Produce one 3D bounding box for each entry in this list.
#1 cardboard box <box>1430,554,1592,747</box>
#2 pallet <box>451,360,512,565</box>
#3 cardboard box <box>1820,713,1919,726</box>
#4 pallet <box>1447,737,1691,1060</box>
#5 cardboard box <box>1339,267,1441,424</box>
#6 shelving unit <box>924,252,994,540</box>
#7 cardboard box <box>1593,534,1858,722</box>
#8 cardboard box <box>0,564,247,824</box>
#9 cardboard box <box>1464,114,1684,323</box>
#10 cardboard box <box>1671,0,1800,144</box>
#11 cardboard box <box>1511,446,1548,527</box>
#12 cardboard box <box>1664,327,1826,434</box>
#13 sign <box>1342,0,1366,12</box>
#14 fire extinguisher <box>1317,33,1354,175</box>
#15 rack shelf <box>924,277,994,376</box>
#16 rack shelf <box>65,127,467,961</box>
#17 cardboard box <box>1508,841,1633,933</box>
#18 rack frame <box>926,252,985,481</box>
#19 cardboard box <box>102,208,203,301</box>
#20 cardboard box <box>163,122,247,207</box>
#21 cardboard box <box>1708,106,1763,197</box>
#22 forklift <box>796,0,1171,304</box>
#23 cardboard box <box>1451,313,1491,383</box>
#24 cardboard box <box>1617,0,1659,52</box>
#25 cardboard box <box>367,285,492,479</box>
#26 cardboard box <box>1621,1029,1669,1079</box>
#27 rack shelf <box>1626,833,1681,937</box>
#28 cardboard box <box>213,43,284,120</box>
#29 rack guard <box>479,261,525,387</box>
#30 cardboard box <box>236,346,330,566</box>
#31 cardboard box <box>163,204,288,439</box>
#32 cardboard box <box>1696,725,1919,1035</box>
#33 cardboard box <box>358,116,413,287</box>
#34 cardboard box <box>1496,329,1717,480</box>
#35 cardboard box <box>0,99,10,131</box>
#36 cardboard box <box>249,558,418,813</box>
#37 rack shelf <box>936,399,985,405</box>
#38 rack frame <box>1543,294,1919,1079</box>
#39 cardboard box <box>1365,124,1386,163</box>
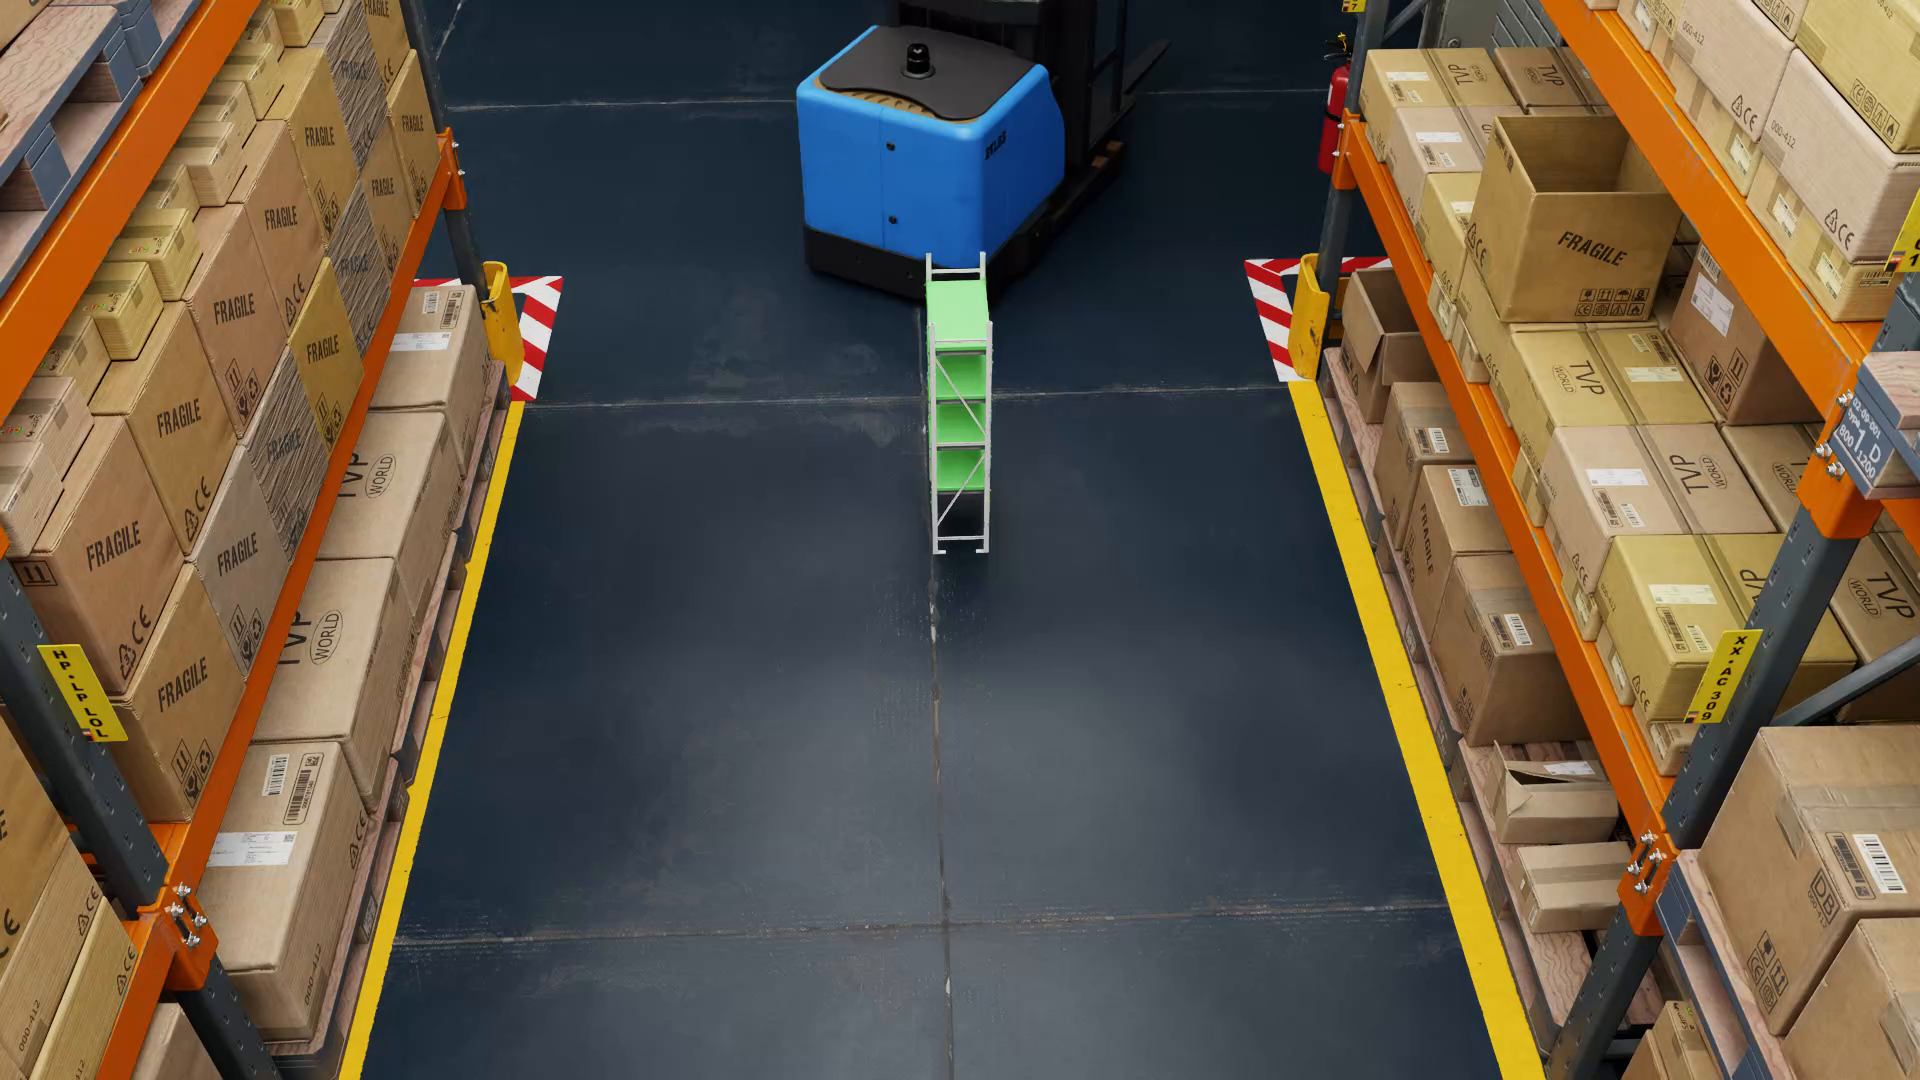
[{"bbox_3d":[2.193,0.393,6.141,0.700,0.500,0.500,-3,43,-3],"label":"cardboard box"},{"bbox_3d":[-2.627,-0.358,7.484,1.003,0.211,1.213,-2,43,-2],"label":"pallet"},{"bbox_3d":[2.649,0.490,4.682,0.380,0.149,0.250,-2,43,-2],"label":"cardboard box"},{"bbox_3d":[2.362,1.196,5.789,1.003,0.211,1.213,-2,43,-2],"label":"pallet"},{"bbox_3d":[2.151,-0.887,7.535,0.797,0.503,0.637,-3,43,-3],"label":"cardboard box"},{"bbox_3d":[-6.231,2.361,3.786,13.061,1.200,8.595,-2,43,-2],"label":"shelving unit"},{"bbox_3d":[2.125,0.241,4.658,0.500,0.250,0.500,-1,43,-1],"label":"cardboard box"},{"bbox_3d":[-2.327,0.416,4.503,0.500,0.500,0.500,0,43,0],"label":"cardboard box"},{"bbox_3d":[2.034,-1.073,5.536,0.500,0.500,0.500,-1,43,-1],"label":"cardboard box"},{"bbox_3d":[2.087,-1.197,4.007,0.500,0.250,0.500,-3,43,-3],"label":"cardboard box"},{"bbox_3d":[2.033,-0.183,5.416,0.380,0.149,0.250,-2,43,-2],"label":"cardboard box"},{"bbox_3d":[2.591,-0.451,5.413,0.500,0.250,0.500,-1,43,-1],"label":"cardboard box"},{"bbox_3d":[1.678,-2.372,6.977,0.100,0.325,0.005,-2,43,-2],"label":"sign"},{"bbox_3d":[1.752,-1.989,7.533,0.296,0.674,0.183,-2,43,-2],"label":"fire extinguisher"},{"bbox_3d":[-0.007,-0.861,6.685,0.258,0.148,0.480,-2,43,-2],"label":"rack shelf"},{"bbox_3d":[-2.654,-0.308,5.899,1.077,0.370,4.000,-2,43,-2],"label":"rack shelf"},{"bbox_3d":[2.073,1.160,5.563,0.380,0.149,0.250,-3,43,-3],"label":"cardboard box"},{"bbox_3d":[-0.017,-0.719,7.146,0.240,1.200,0.015,-2,43,-2],"label":"rack frame"},{"bbox_3d":[-2.335,-0.782,4.589,0.380,0.149,0.250,-3,43,-3],"label":"cardboard box"},{"bbox_3d":[-2.369,-1.117,4.955,0.380,0.149,0.250,-2,43,-2],"label":"cardboard box"},{"bbox_3d":[2.070,-0.962,4.046,0.380,0.149,0.250,0,43,0],"label":"cardboard box"},{"bbox_3d":[-3.332,-2.776,8.175,7.029,2.843,7.487,19,46,20],"label":"forklift"},{"bbox_3d":[1.997,-0.698,5.977,0.380,0.149,0.250,-1,43,-1],"label":"cardboard box"},{"bbox_3d":[2.065,-1.480,4.610,0.380,0.149,0.250,-1,43,-1],"label":"cardboard box"},{"bbox_3d":[-2.611,-0.691,7.369,0.875,0.438,0.875,-3,43,-3],"label":"cardboard box"},{"bbox_3d":[2.186,1.732,4.680,0.500,0.500,0.500,0,43,0],"label":"cardboard box"},{"bbox_3d":[2.475,2.247,3.111,1.077,0.370,4.000,-2,43,-2],"label":"rack shelf"},{"bbox_3d":[-2.415,-1.472,5.342,0.380,0.149,0.250,-1,43,-1],"label":"cardboard box"},{"bbox_3d":[-2.740,-1.018,7.991,1.175,0.500,0.348,-2,43,-2],"label":"rack guard"},{"bbox_3d":[-2.359,-0.260,5.240,0.500,0.500,0.500,-1,43,-2],"label":"cardboard box"},{"bbox_3d":[-2.373,-0.644,4.919,0.500,0.500,0.500,-1,43,-1],"label":"cardboard box"},{"bbox_3d":[2.187,0.773,3.802,0.700,0.500,0.500,-1,43,-1],"label":"cardboard box"},{"bbox_3d":[-2.448,-1.303,6.378,0.500,0.500,0.500,-2,43,-3],"label":"cardboard box"},{"bbox_3d":[2.081,-0.434,5.395,0.500,0.250,0.500,-2,43,-2],"label":"cardboard box"},{"bbox_3d":[-2.384,-0.961,3.399,0.500,0.500,0.500,-1,43,-1],"label":"cardboard box"},{"bbox_3d":[-2.527,0.535,6.032,0.875,0.438,0.875,-3,43,-3],"label":"cardboard box"},{"bbox_3d":[-0.007,-0.705,6.828,0.199,0.029,0.442,-2,43,-2],"label":"rack shelf"},{"bbox_3d":[2.390,0.632,4.341,1.000,3.000,0.127,-2,43,-2],"label":"rack frame"},{"bbox_3d":[1.960,-1.746,7.121,0.380,0.149,0.250,-2,43,-2],"label":"cardboard box"}]
